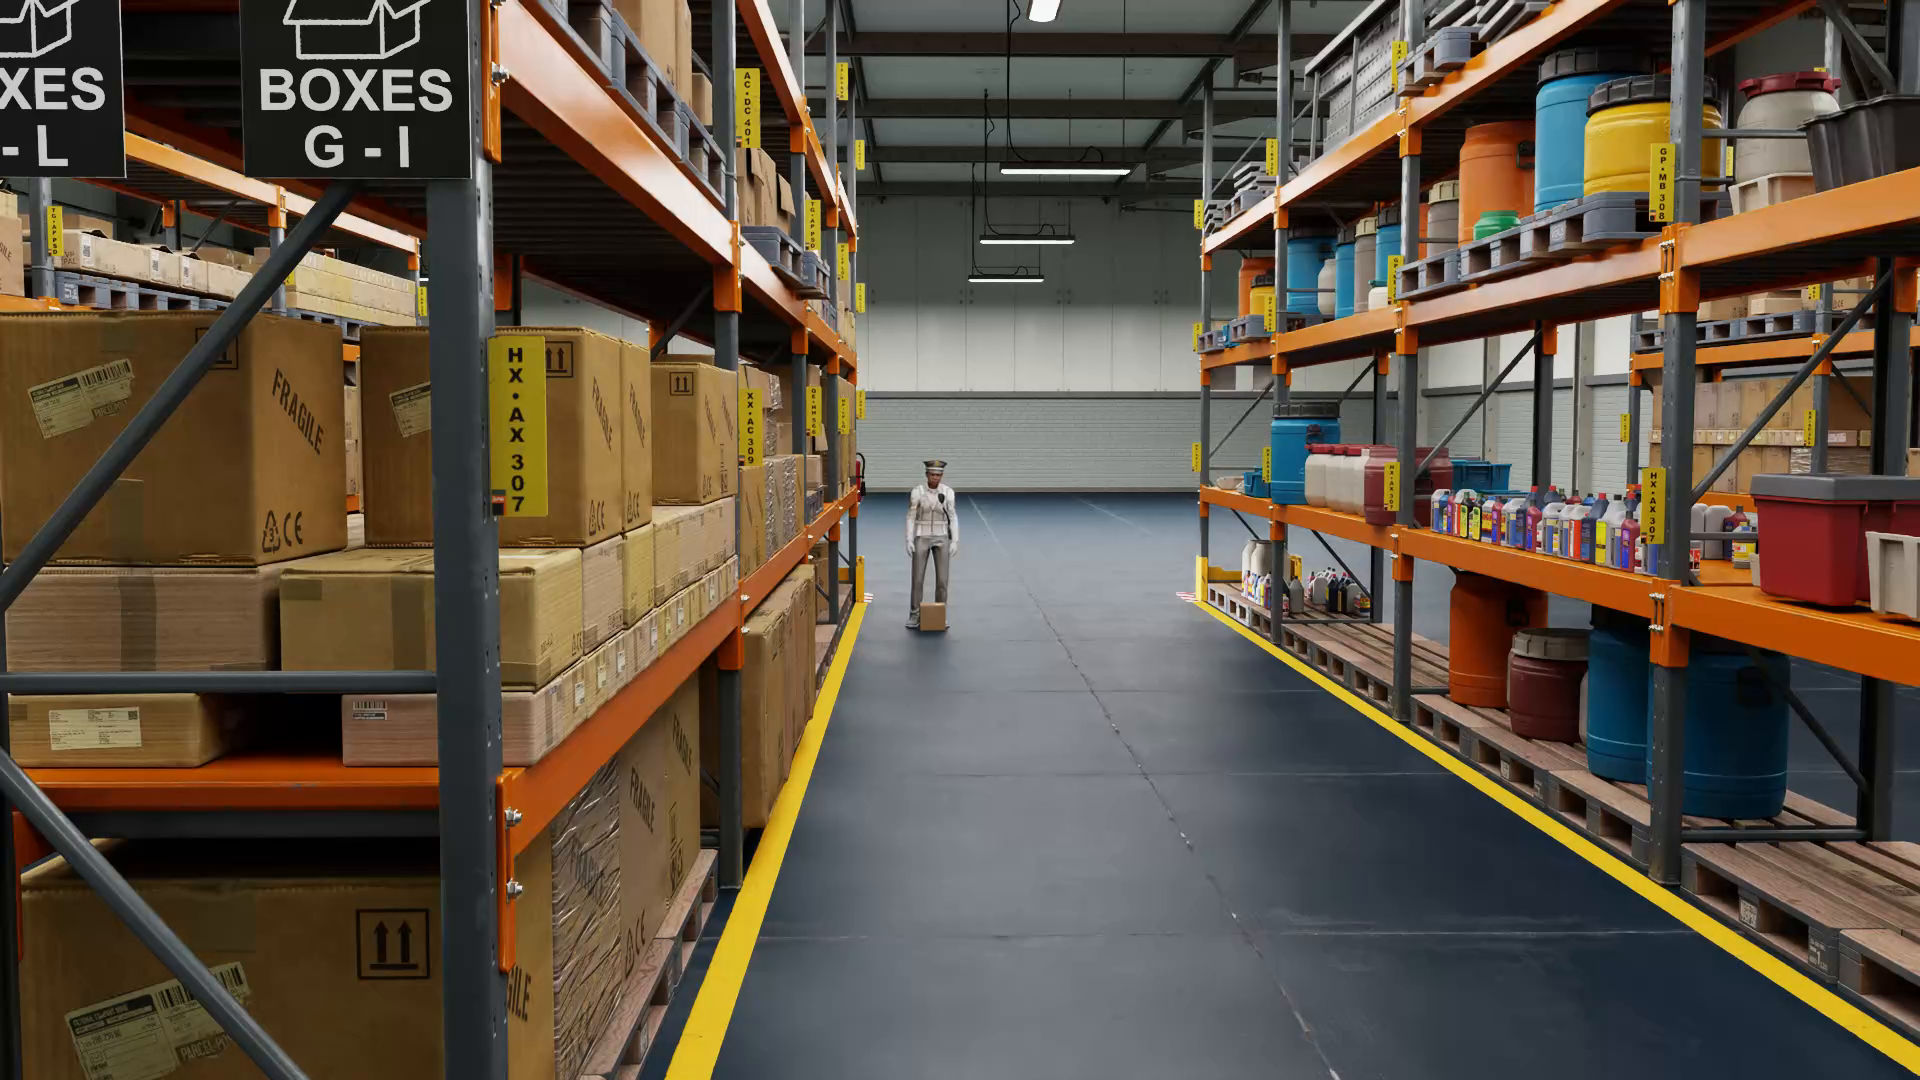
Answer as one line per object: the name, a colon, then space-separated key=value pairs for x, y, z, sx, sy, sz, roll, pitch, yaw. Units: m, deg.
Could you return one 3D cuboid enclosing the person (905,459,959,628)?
person: x=-0.279 y=0.032 z=16.502 sx=0.540 sy=1.662 sz=0.374 roll=0 pitch=4 yaw=-5
